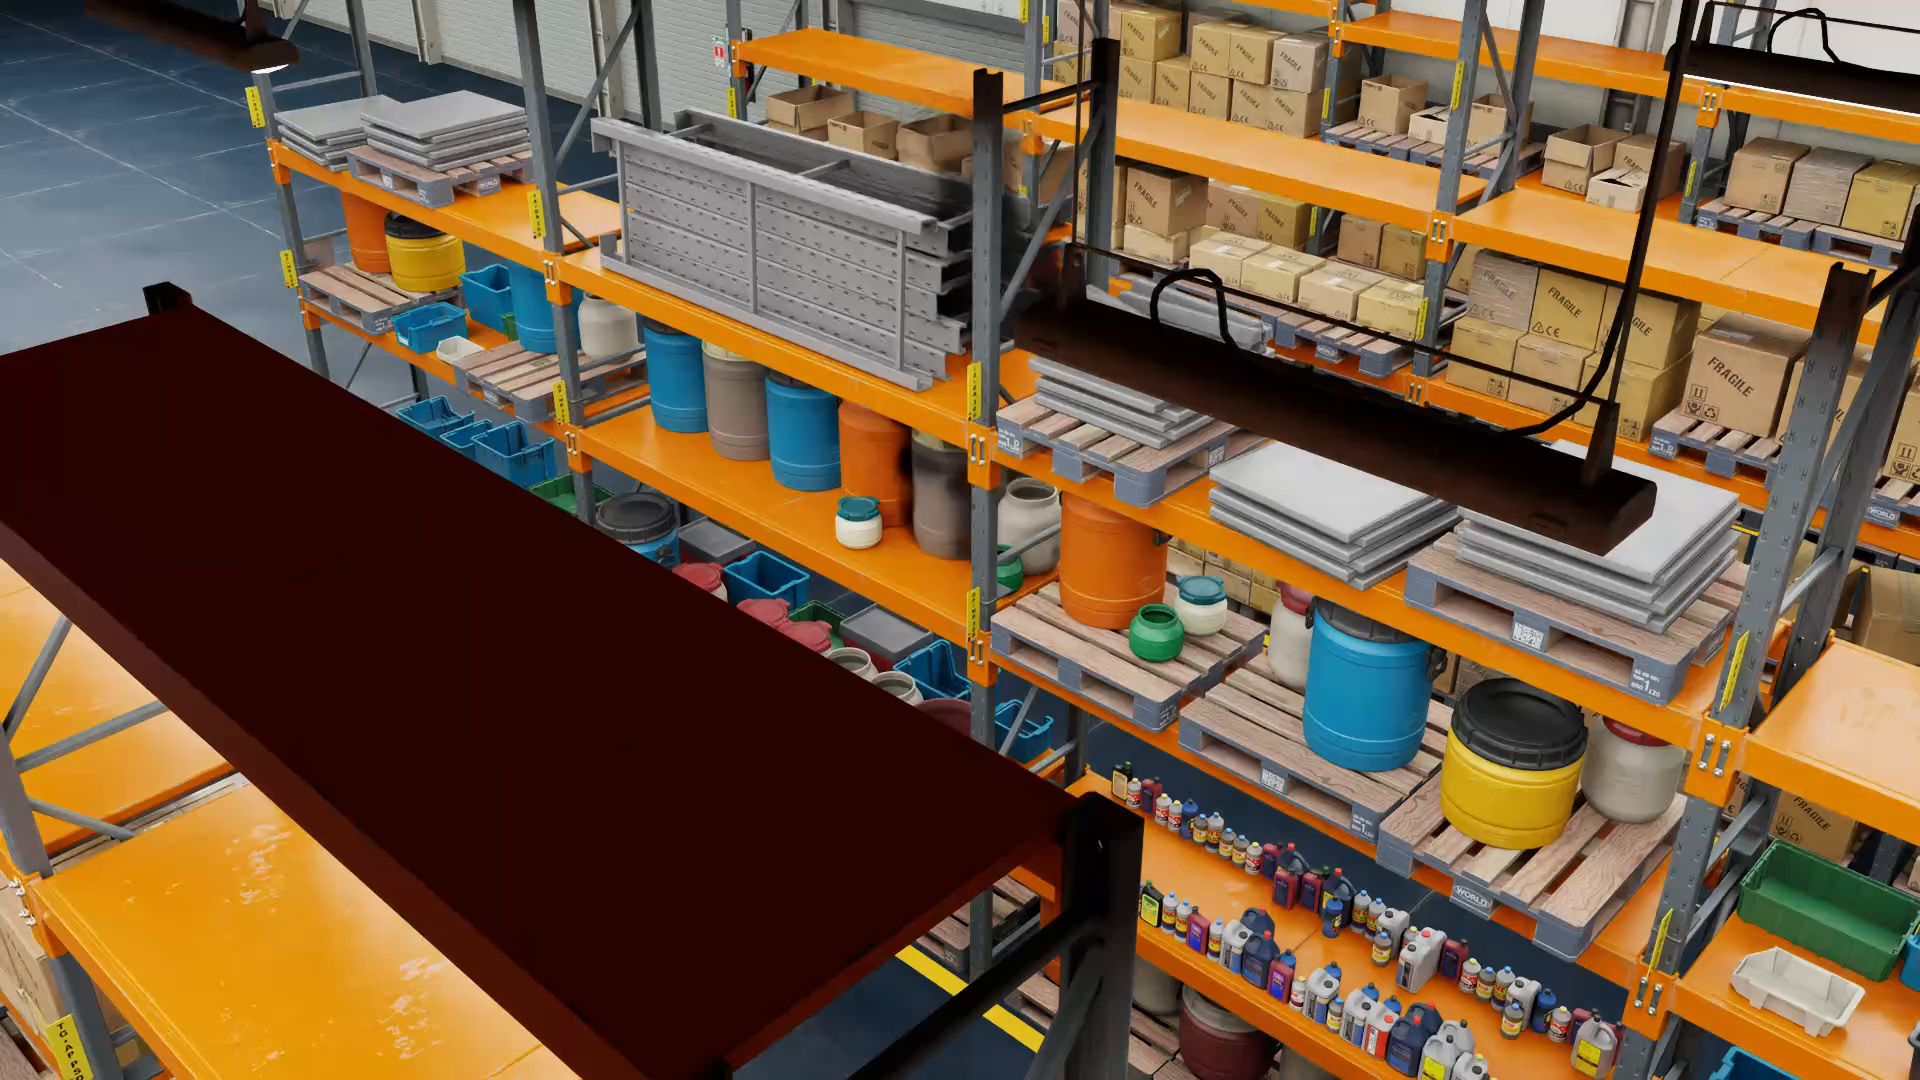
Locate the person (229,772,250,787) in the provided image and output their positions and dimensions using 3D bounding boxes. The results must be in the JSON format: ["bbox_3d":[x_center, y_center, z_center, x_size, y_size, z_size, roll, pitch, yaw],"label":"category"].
[{"bbox_3d":[-4.817,1.852,11.184,1.042,1.769,0.659,24,37,36],"label":"person"}]

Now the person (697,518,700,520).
[{"bbox_3d":[-2.191,-0.855,15.986,0.957,1.762,0.693,8,30,15],"label":"person"}]
